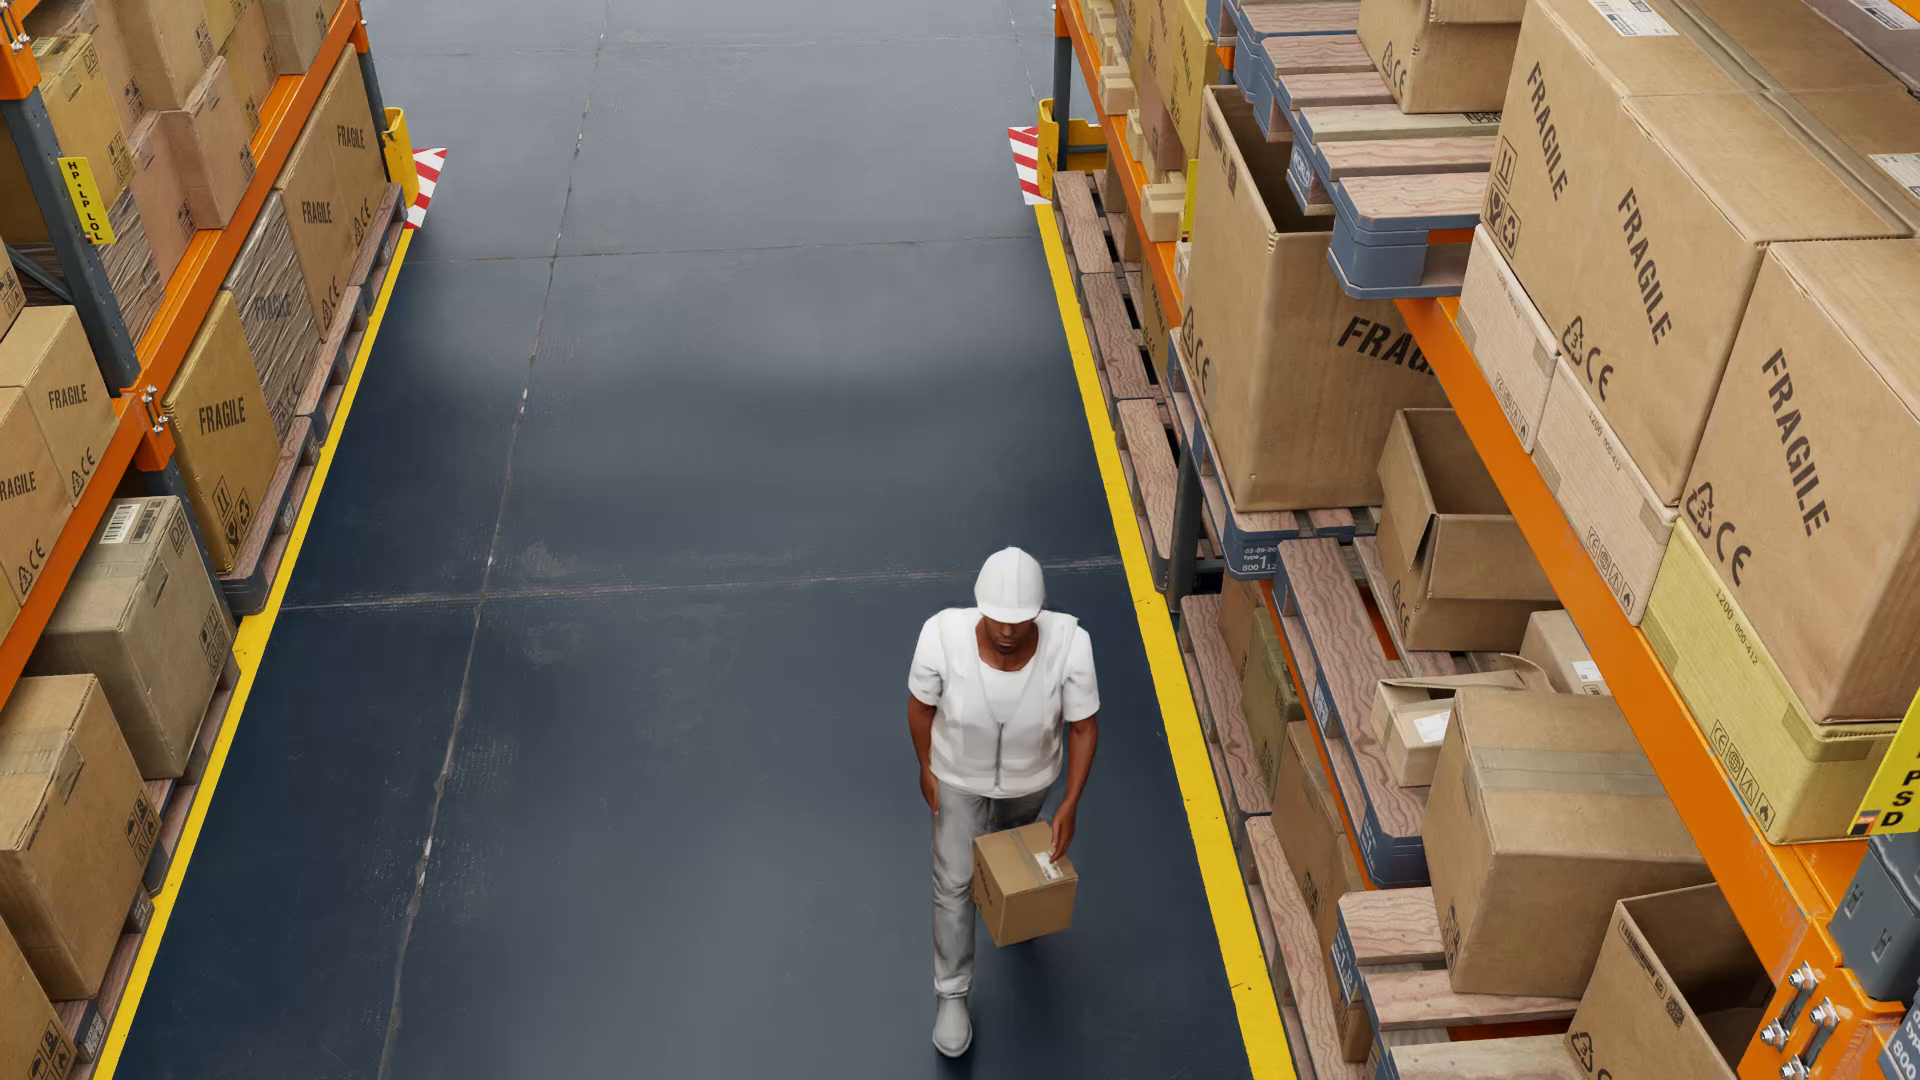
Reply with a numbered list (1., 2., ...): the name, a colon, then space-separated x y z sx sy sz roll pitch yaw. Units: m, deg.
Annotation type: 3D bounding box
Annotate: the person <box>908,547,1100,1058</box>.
1. person: 0.136 0.759 5.190 0.582 1.727 0.921 -2 39 -3
